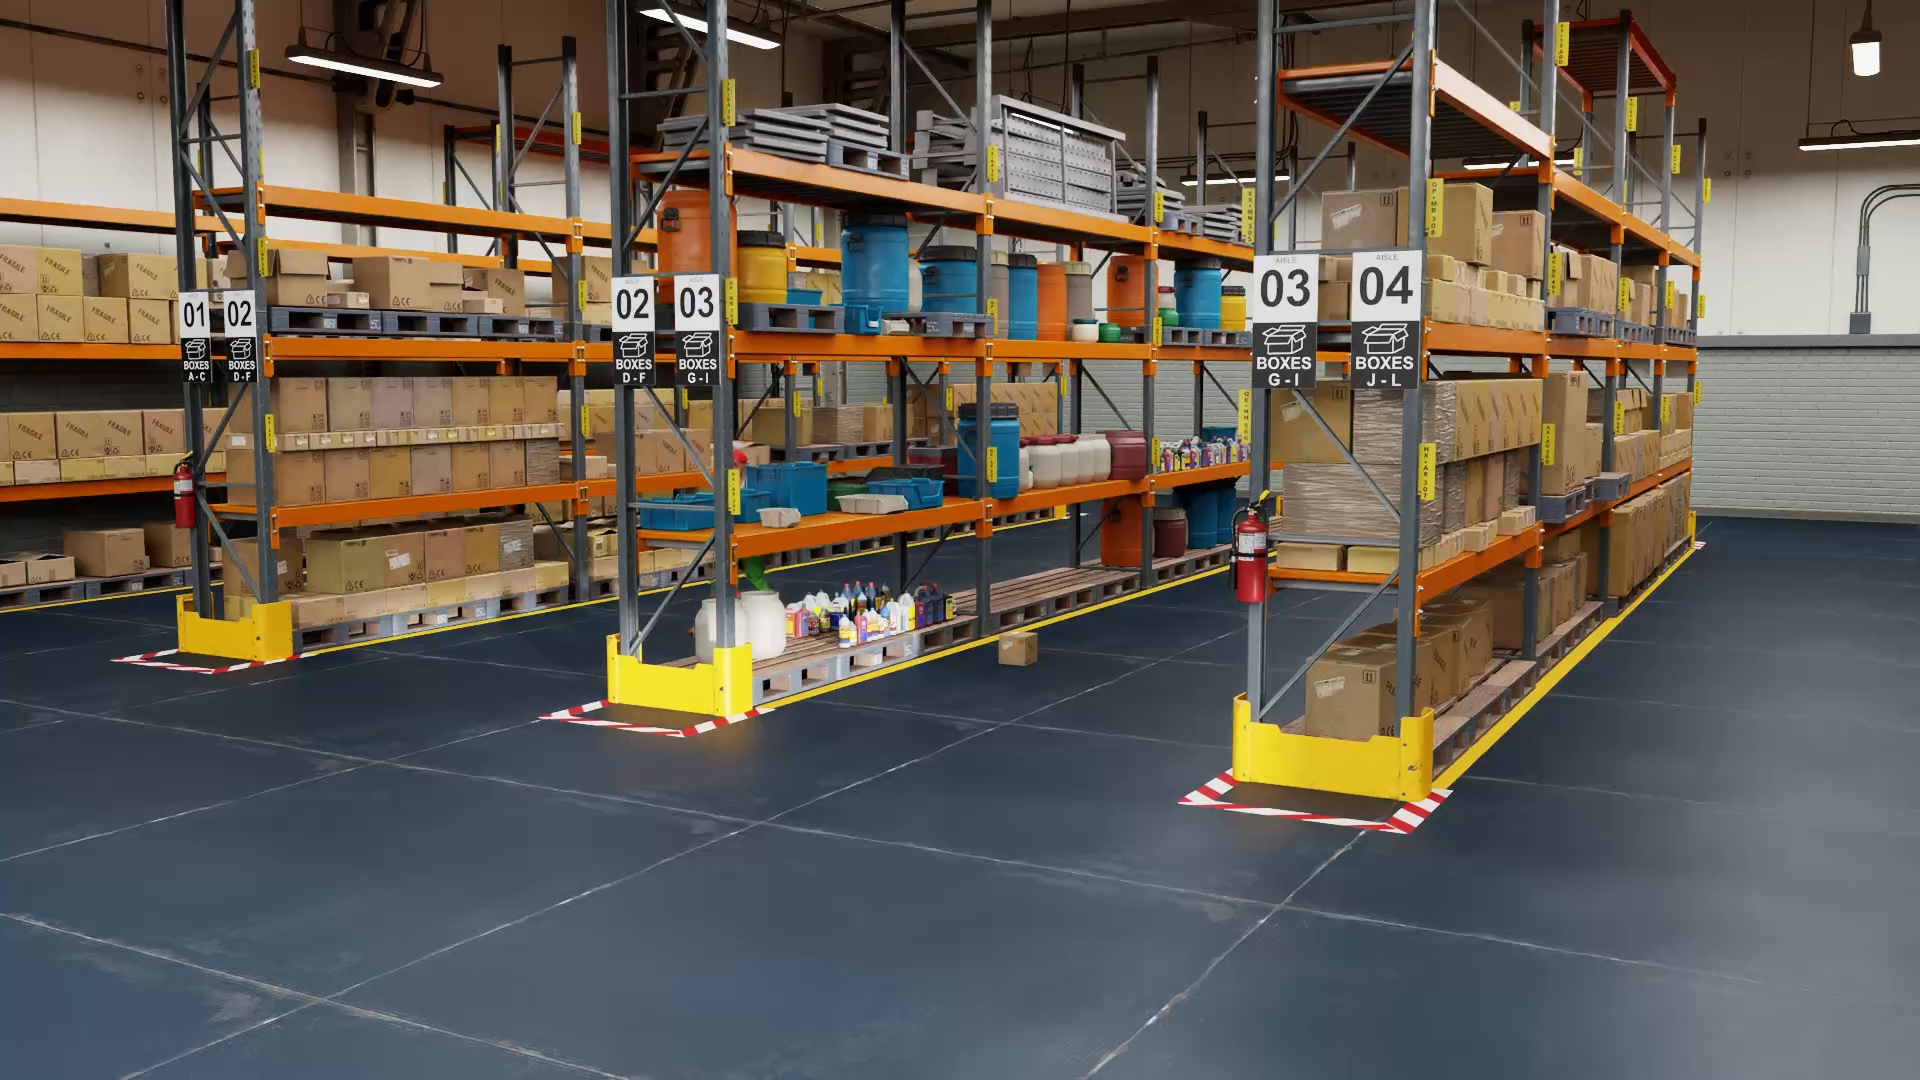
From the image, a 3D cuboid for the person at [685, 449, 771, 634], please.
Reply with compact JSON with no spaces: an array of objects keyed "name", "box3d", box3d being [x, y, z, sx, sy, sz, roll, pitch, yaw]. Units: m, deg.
[{"name":"person","box3d":[-2.136,0.004,15.757,0.590,1.721,1.050,3,7,30]}]
